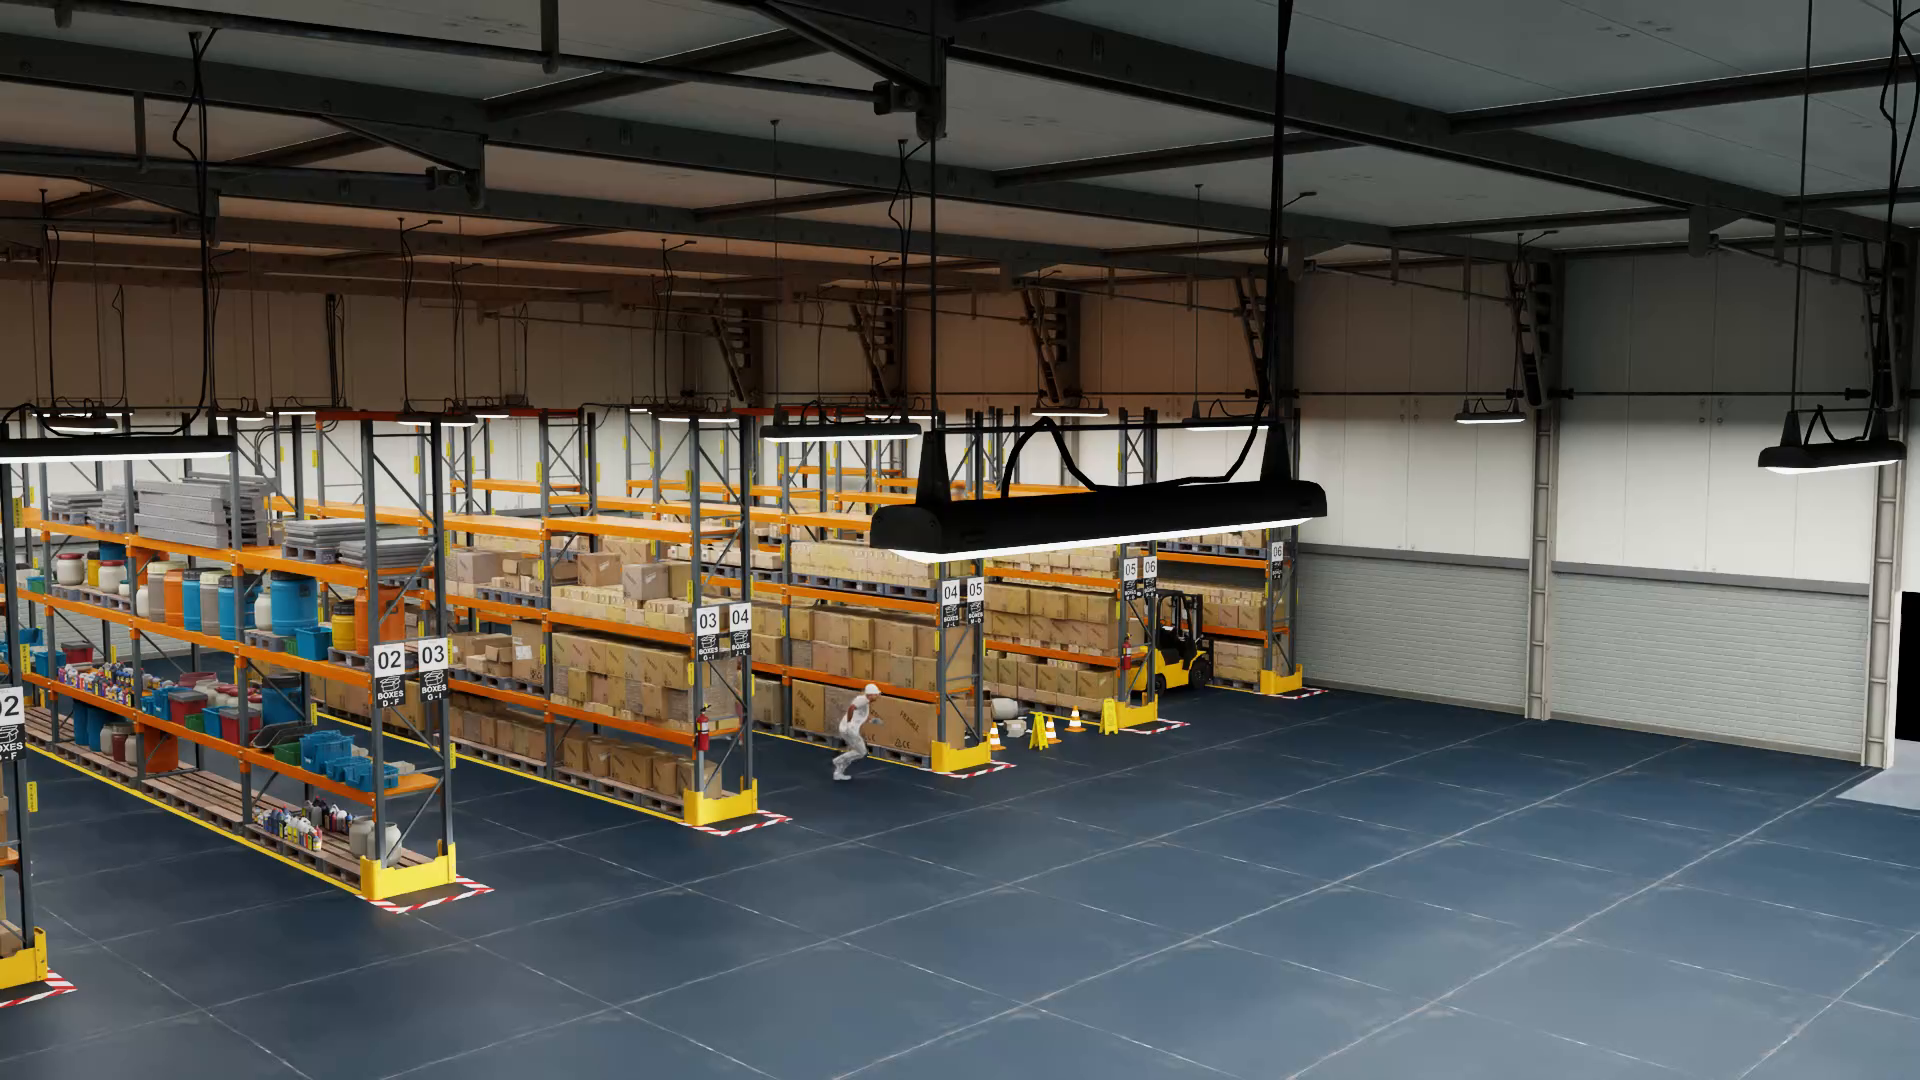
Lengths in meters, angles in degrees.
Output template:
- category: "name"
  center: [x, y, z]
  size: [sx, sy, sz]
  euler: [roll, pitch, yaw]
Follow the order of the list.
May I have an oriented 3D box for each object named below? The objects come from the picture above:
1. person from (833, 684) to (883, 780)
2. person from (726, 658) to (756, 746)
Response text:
- category: "person"
  center: [-1.672, 3.140, 27.086]
  size: [0.816, 1.591, 0.723]
  euler: [0, 5, 0]
- category: "person"
  center: [-3.971, 2.891, 29.882]
  size: [0.707, 1.618, 0.576]
  euler: [3, 6, 34]
